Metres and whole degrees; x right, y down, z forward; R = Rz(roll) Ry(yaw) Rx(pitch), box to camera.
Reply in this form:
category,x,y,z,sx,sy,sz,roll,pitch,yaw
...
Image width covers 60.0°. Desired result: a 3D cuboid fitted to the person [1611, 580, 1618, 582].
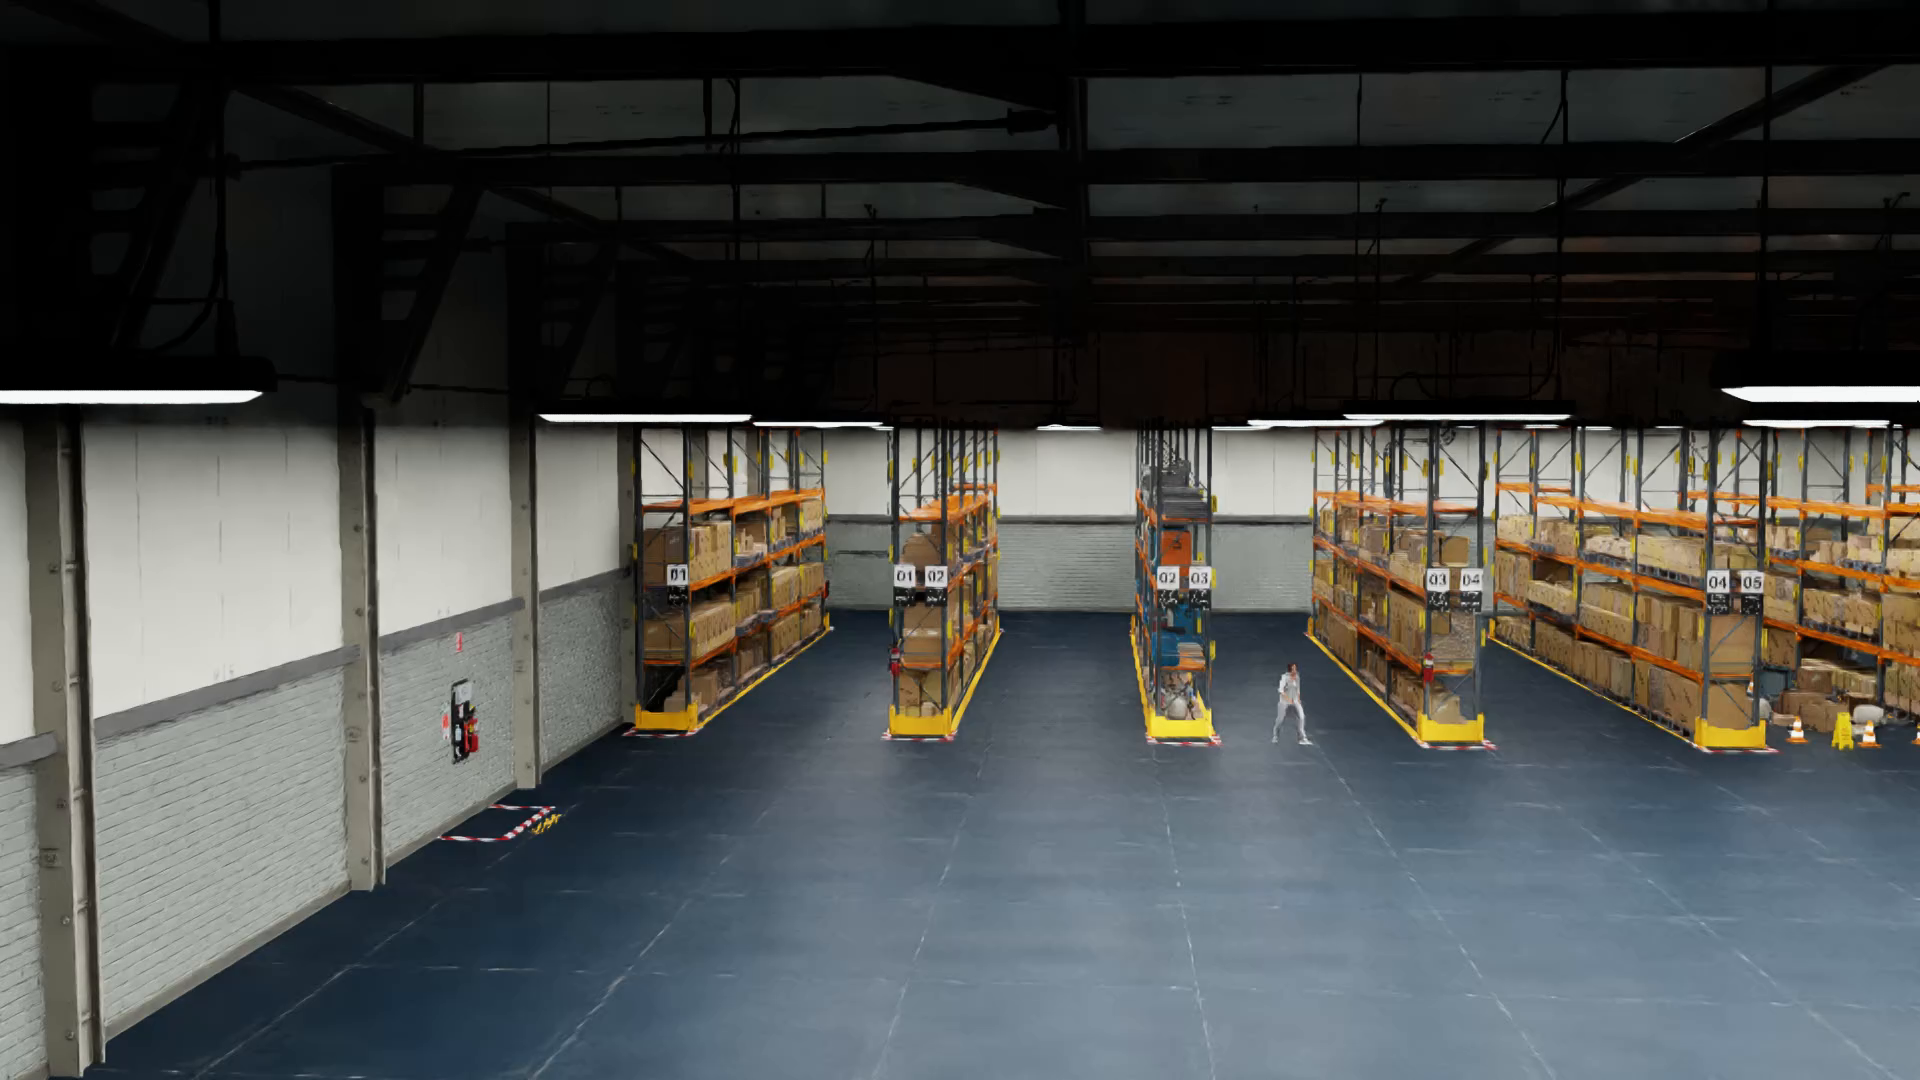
category,x,y,z,sx,sy,sz,roll,pitch,yaw
person,17.338,1.943,44.157,0.581,1.768,0.640,2,4,27

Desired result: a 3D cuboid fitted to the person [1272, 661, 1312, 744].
category,x,y,z,sx,sy,sz,roll,pitch,yaw
person,6.040,2.961,30.424,0.573,1.532,0.763,-1,4,-15

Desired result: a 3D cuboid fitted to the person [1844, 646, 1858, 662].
category,x,y,z,sx,sy,sz,roll,pitch,yaw
person,21.359,2.281,39.712,0.416,1.677,0.537,-2,4,-26
